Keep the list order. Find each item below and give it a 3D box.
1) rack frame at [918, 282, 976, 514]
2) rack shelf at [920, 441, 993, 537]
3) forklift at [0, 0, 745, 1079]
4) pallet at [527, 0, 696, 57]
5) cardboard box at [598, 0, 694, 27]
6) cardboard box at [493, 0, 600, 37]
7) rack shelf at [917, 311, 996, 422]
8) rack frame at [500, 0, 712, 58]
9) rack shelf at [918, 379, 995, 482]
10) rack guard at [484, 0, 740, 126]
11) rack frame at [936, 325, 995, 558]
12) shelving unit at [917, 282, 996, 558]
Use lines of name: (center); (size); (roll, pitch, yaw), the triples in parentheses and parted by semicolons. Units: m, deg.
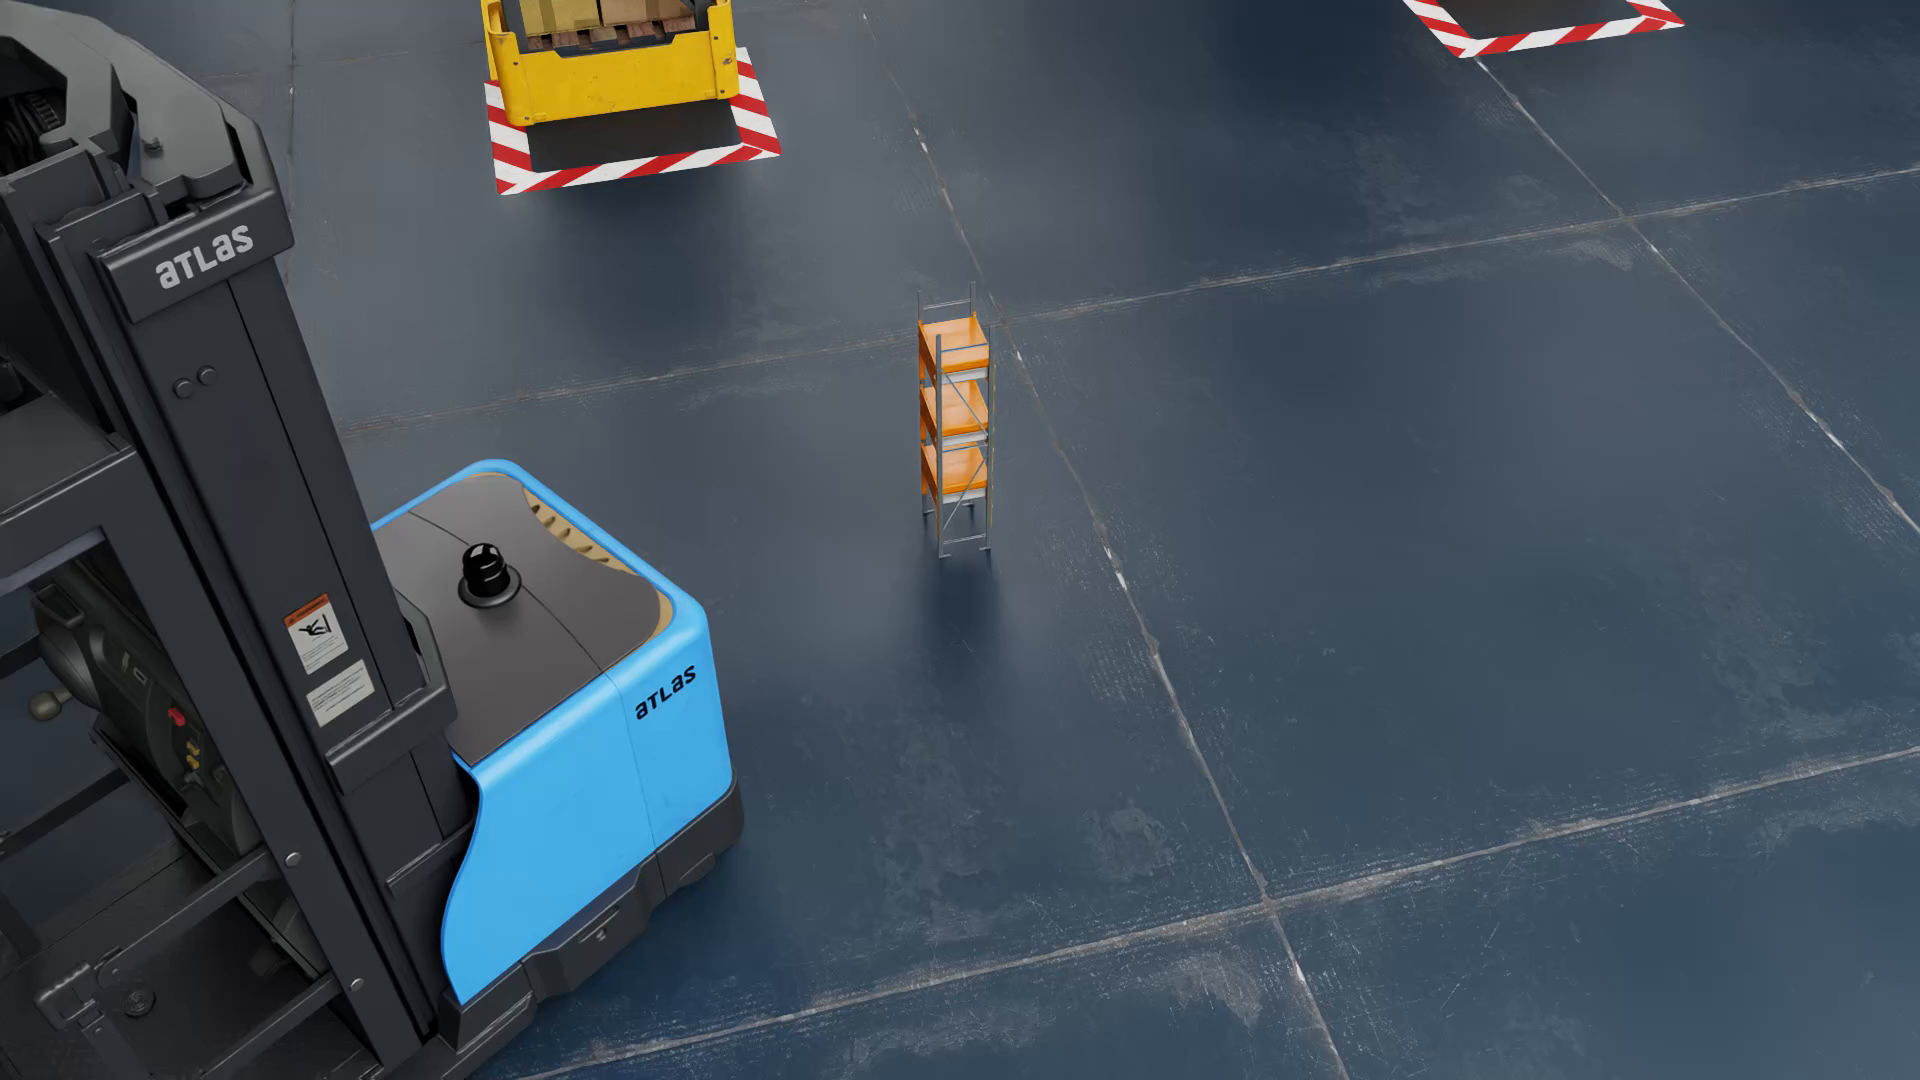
rack frame: (-0.045, -0.489, 5.994); (0.200, 1.050, 0.008); (-11, 47, -10)
rack shelf: (-0.014, -0.202, 6.117); (0.215, 0.259, 0.240); (-11, 47, -10)
forklift: (-2.051, 0.461, 3.746); (1.130, 2.935, 3.031); (33, 54, 28)
pallet: (-1.962, -2.882, 8.926); (1.003, 0.211, 1.213); (-11, 47, -10)
cardboard box: (-1.648, -2.933, 8.655); (0.500, 0.250, 0.500); (-11, 47, -10)
cardboard box: (-2.148, -2.838, 8.563); (0.500, 0.250, 0.500); (-11, 47, -10)
rack shelf: (-0.014, -0.596, 5.716); (0.215, 0.259, 0.240); (-11, 47, -10)
rack frame: (-1.725, -3.338, 7.421); (1.000, 3.000, 0.127); (-11, 47, -10)
rack shelf: (-0.014, -0.397, 5.919); (0.215, 0.259, 0.240); (-11, 47, -10)
rack guard: (-1.719, -2.446, 8.297); (1.175, 0.500, 0.348); (-11, 47, -10)
rack frame: (0.018, -0.320, 5.829); (0.200, 1.050, 0.008); (-11, 47, -10)
shelving unit: (-0.014, -0.404, 5.911); (0.215, 1.050, 0.252); (-11, 47, -10)
